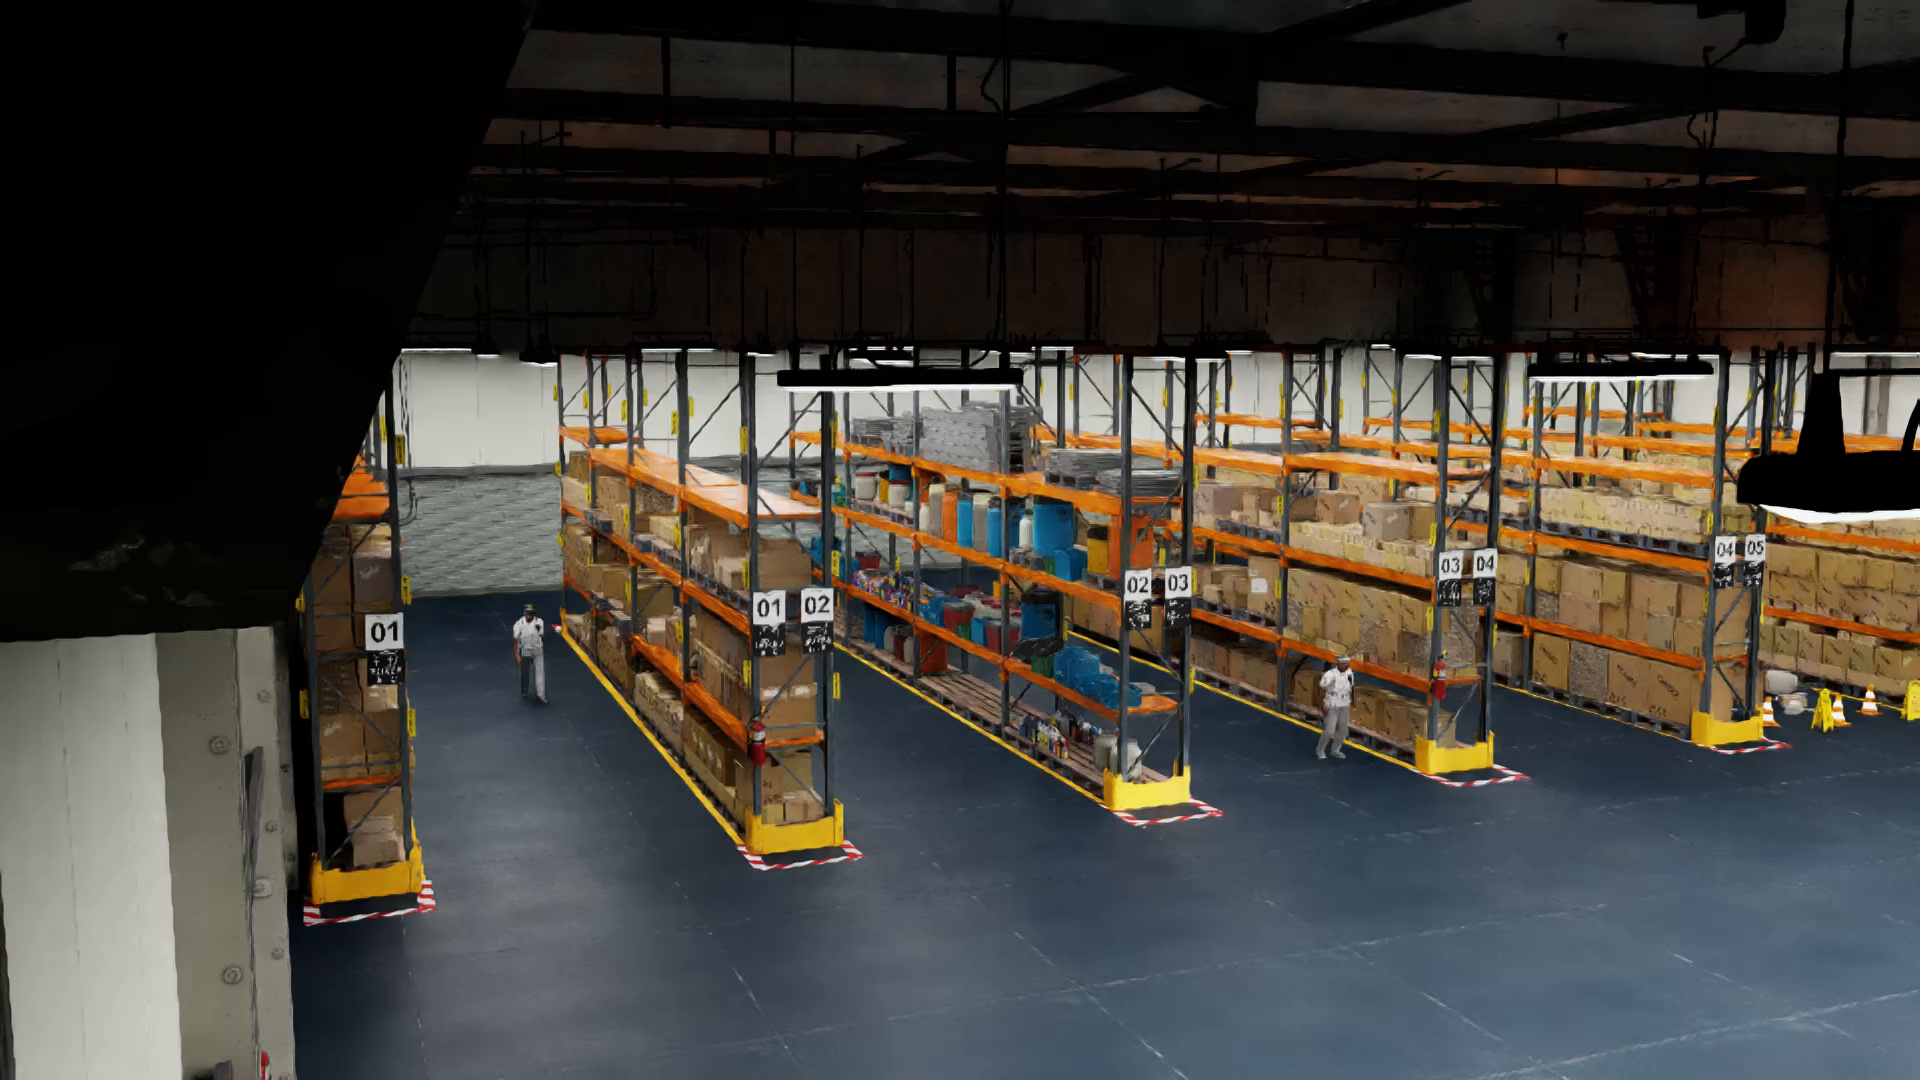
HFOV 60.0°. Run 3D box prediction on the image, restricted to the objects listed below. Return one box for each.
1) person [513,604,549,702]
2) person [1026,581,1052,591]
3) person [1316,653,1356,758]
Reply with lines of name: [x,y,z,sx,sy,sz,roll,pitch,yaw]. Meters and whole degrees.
person: [-7.322,1.896,28.296,0.542,1.675,1.126,-3,8,-19]
person: [1.604,1.295,33.737,0.566,1.539,0.519,-3,8,-24]
person: [5.543,2.429,24.482,0.593,1.629,0.528,-2,8,-18]
